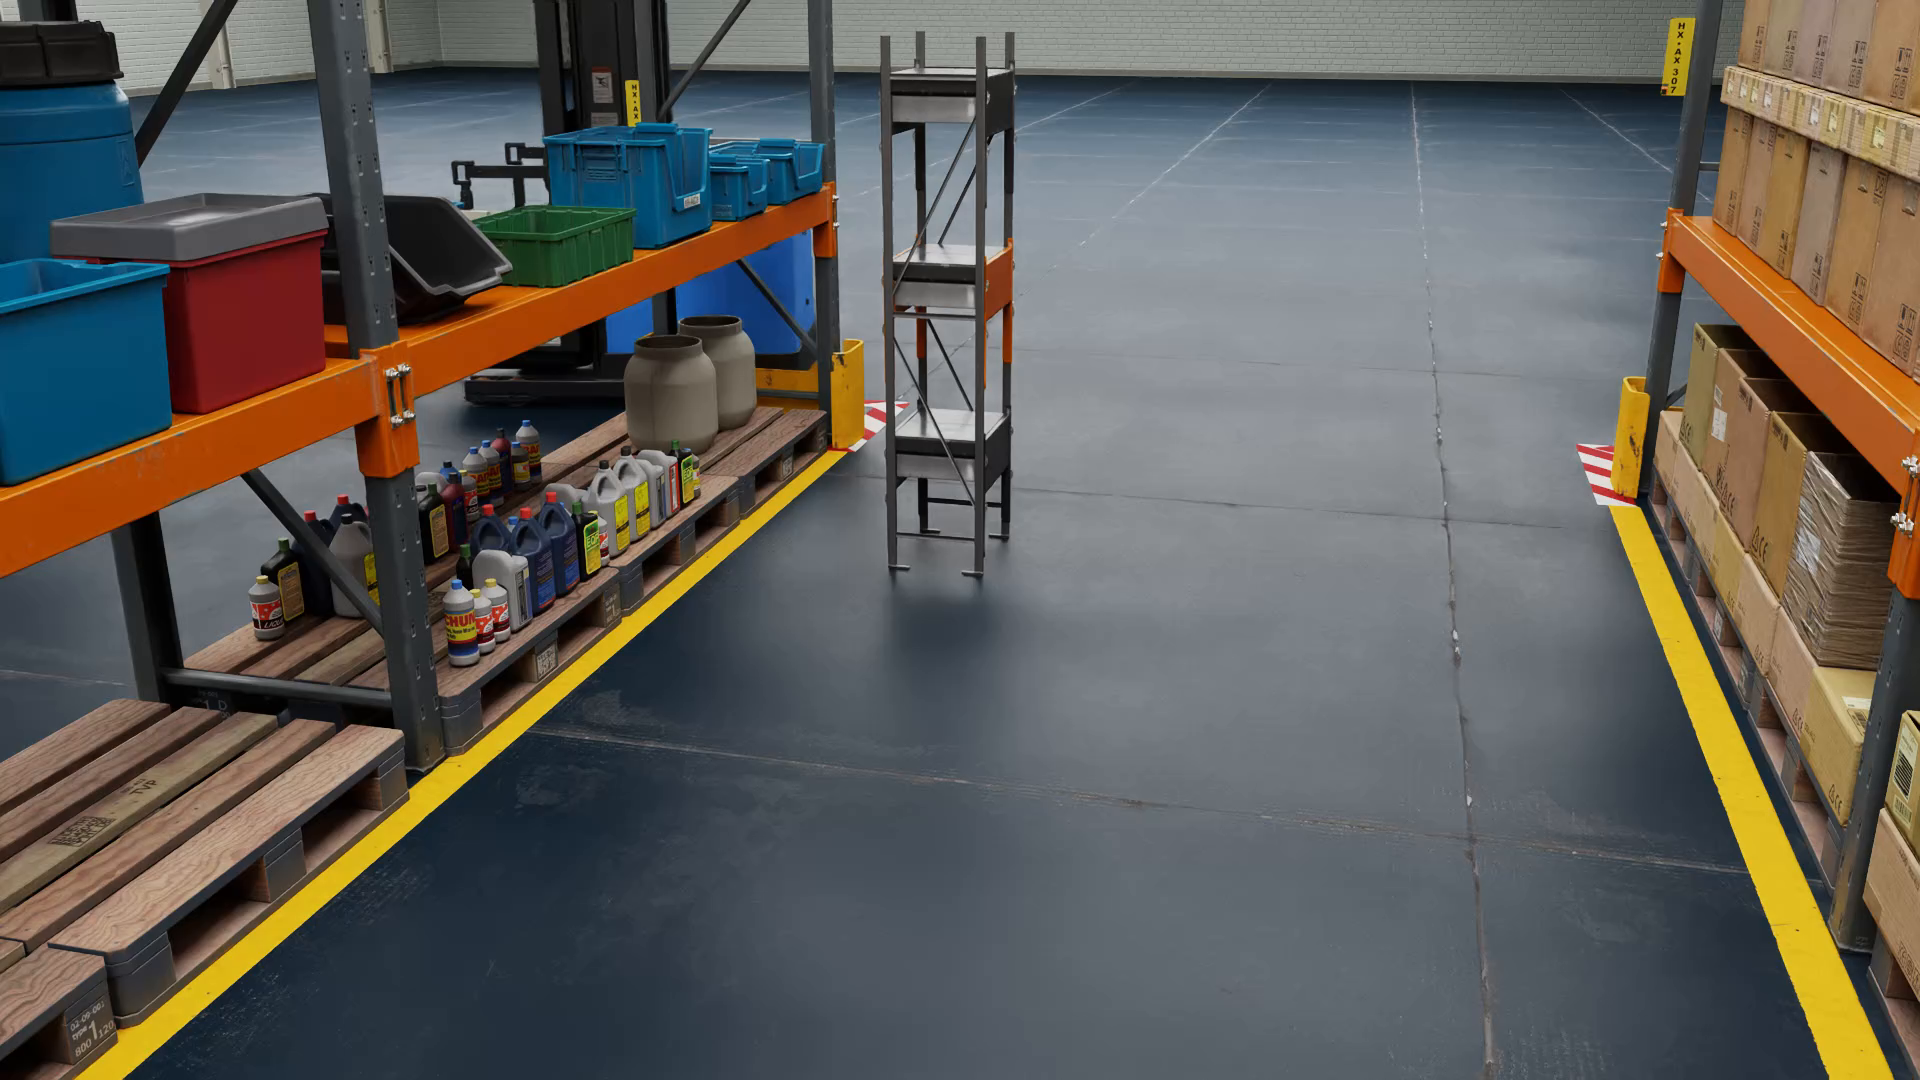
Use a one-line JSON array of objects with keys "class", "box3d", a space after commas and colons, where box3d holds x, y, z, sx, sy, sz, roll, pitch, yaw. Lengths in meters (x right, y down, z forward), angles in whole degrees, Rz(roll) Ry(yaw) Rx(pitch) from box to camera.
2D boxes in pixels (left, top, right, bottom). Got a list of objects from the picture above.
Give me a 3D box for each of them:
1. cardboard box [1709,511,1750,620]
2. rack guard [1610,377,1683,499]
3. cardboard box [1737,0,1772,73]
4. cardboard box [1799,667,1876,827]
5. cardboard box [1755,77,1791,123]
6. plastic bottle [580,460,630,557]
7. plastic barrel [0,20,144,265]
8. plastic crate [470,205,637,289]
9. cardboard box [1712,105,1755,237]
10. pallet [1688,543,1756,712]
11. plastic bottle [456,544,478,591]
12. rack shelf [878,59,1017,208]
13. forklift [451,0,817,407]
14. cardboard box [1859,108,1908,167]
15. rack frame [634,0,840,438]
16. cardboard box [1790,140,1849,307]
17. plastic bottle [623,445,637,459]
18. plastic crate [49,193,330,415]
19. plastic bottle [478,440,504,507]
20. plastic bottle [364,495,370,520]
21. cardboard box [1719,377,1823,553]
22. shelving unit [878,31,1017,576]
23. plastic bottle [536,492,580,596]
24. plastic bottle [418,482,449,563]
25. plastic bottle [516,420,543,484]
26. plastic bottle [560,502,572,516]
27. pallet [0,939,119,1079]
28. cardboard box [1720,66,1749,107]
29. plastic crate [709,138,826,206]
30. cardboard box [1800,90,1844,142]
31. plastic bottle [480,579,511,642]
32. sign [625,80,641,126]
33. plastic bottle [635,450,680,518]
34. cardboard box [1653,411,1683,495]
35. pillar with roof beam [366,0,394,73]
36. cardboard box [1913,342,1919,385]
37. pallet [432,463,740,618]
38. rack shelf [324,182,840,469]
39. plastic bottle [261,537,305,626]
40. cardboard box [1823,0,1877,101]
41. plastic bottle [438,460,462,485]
[{"class": "cardboard box", "box3d": [2.961, 0.103, 5.849, 0.500, 0.250, 0.500, 5, 19, 13]}, {"class": "rack guard", "box3d": [3.682, -0.444, 7.715, 1.175, 0.500, 0.348, 5, 19, 13]}, {"class": "cardboard box", "box3d": [3.537, -2.119, 6.589, 0.700, 0.500, 0.500, 5, 19, 14]}, {"class": "cardboard box", "box3d": [2.600, 0.574, 4.471, 0.500, 0.250, 0.500, 5, 19, 13]}, {"class": "cardboard box", "box3d": [3.183, -1.628, 6.155, 0.380, 0.149, 0.250, 4, 19, 13]}, {"class": "plastic bottle", "box3d": [-1.354, -0.126, 6.333, 0.144, 0.351, 0.185, 5, 19, 13]}, {"class": "plastic barrel", "box3d": [-2.492, -0.899, 4.402, 0.600, 0.901, 0.708, 5, 19, 13]}, {"class": "plastic crate", "box3d": [-1.498, -1.061, 5.982, 0.450, 0.188, 0.662, 5, 19, 13]}, {"class": "cardboard box", "box3d": [3.549, -1.522, 6.848, 0.700, 0.500, 0.500, 5, 19, 13]}, {"class": "pallet", "box3d": [3.230, 0.324, 5.913, 1.003, 0.211, 1.213, 5, 19, 13]}, {"class": "plastic bottle", "box3d": [-1.652, 0.142, 5.654, 0.061, 0.283, 0.133, 5, 19, 13]}, {"class": "rack shelf", "box3d": [-0.040, -1.591, 6.474, 0.431, 0.518, 0.480, 5, 19, 13]}, {"class": "forklift", "box3d": [-2.402, -2.306, 9.404, 3.031, 2.935, 1.130, 1, 19, 2]}, {"class": "cardboard box", "box3d": [2.808, -1.141, 4.730, 0.380, 0.149, 0.250, 5, 19, 13]}, {"class": "rack frame", "box3d": [-1.126, -2.012, 8.438, 1.000, 3.000, 0.127, 5, 19, 13]}, {"class": "cardboard box", "box3d": [3.174, -1.036, 5.426, 0.700, 0.500, 0.500, 5, 20, 15]}, {"class": "plastic bottle", "box3d": [-1.342, -0.256, 6.818, 0.061, 0.283, 0.133, 5, 19, 13]}, {"class": "plastic crate", "box3d": [-1.925, -0.613, 4.242, 0.402, 0.464, 0.583, 5, 19, 13]}, {"class": "plastic bottle", "box3d": [-1.955, -0.278, 6.902, 0.097, 0.271, 0.097, 0, 19, 0]}, {"class": "plastic bottle", "box3d": [-2.180, -0.020, 6.128, 0.061, 0.283, 0.133, 6, 20, 17]}, {"class": "cardboard box", "box3d": [2.960, -0.252, 5.728, 0.500, 0.500, 0.500, 5, 19, 13]}, {"class": "shelving unit", "box3d": [-0.040, -0.942, 6.696, 0.431, 2.100, 0.503, 5, 19, 13]}, {"class": "plastic bottle", "box3d": [-1.458, 0.008, 5.942, 0.144, 0.351, 0.185, 4, 19, 11]}, {"class": "plastic bottle", "box3d": [-1.994, -0.067, 6.265, 0.061, 0.283, 0.133, 5, 19, 13]}, {"class": "plastic bottle", "box3d": [-1.872, -0.386, 7.216, 0.097, 0.271, 0.097, 0, 19, 0]}, {"class": "plastic bottle", "box3d": [-1.458, -0.004, 6.099, 0.097, 0.271, 0.097, 0, 19, 0]}, {"class": "pallet", "box3d": [-2.554, 1.194, 3.366, 1.003, 0.211, 1.213, 5, 19, 13]}, {"class": "cardboard box", "box3d": [3.371, -1.868, 6.858, 0.380, 0.149, 0.250, 5, 19, 13]}, {"class": "plastic crate", "box3d": [-0.958, -1.761, 7.934, 0.499, 0.251, 0.616, 5, 19, 13]}, {"class": "cardboard box", "box3d": [2.995, -1.386, 5.448, 0.380, 0.149, 0.250, 5, 19, 14]}, {"class": "plastic bottle", "box3d": [-1.551, 0.229, 5.526, 0.097, 0.201, 0.097, 0, 19, 0]}, {"class": "sign", "box3d": [-1.659, -2.188, 8.524, 0.100, 0.325, 0.005, 5, 19, 13]}, {"class": "plastic bottle", "box3d": [-1.238, -0.244, 6.796, 0.152, 0.276, 0.135, 5, 19, 14]}, {"class": "cardboard box", "box3d": [3.329, -0.367, 7.225, 0.500, 0.250, 0.500, 5, 19, 13]}, {"class": "pillar with roof beam", "box3d": [-9.893, -15.332, 38.152, 9.100, 9.000, 0.400, 5, 19, 13]}, {"class": "cardboard box", "box3d": [2.801, -0.553, 4.011, 0.700, 0.500, 0.500, 4, 19, 12]}, {"class": "pallet", "box3d": [-1.603, -0.030, 6.948, 1.003, 0.211, 1.213, 5, 19, 13]}, {"class": "rack shelf", "box3d": [-1.615, -1.045, 6.719, 1.077, 0.370, 4.000, 5, 19, 13]}, {"class": "plastic bottle", "box3d": [-2.306, 0.142, 5.653, 0.061, 0.283, 0.133, 6, 20, 16]}, {"class": "cardboard box", "box3d": [3.169, -1.639, 5.183, 0.700, 0.500, 0.500, 5, 19, 13]}, {"class": "plastic bottle", "box3d": [-2.029, -0.183, 6.624, 0.097, 0.271, 0.097, 0, 19, 0]}]
